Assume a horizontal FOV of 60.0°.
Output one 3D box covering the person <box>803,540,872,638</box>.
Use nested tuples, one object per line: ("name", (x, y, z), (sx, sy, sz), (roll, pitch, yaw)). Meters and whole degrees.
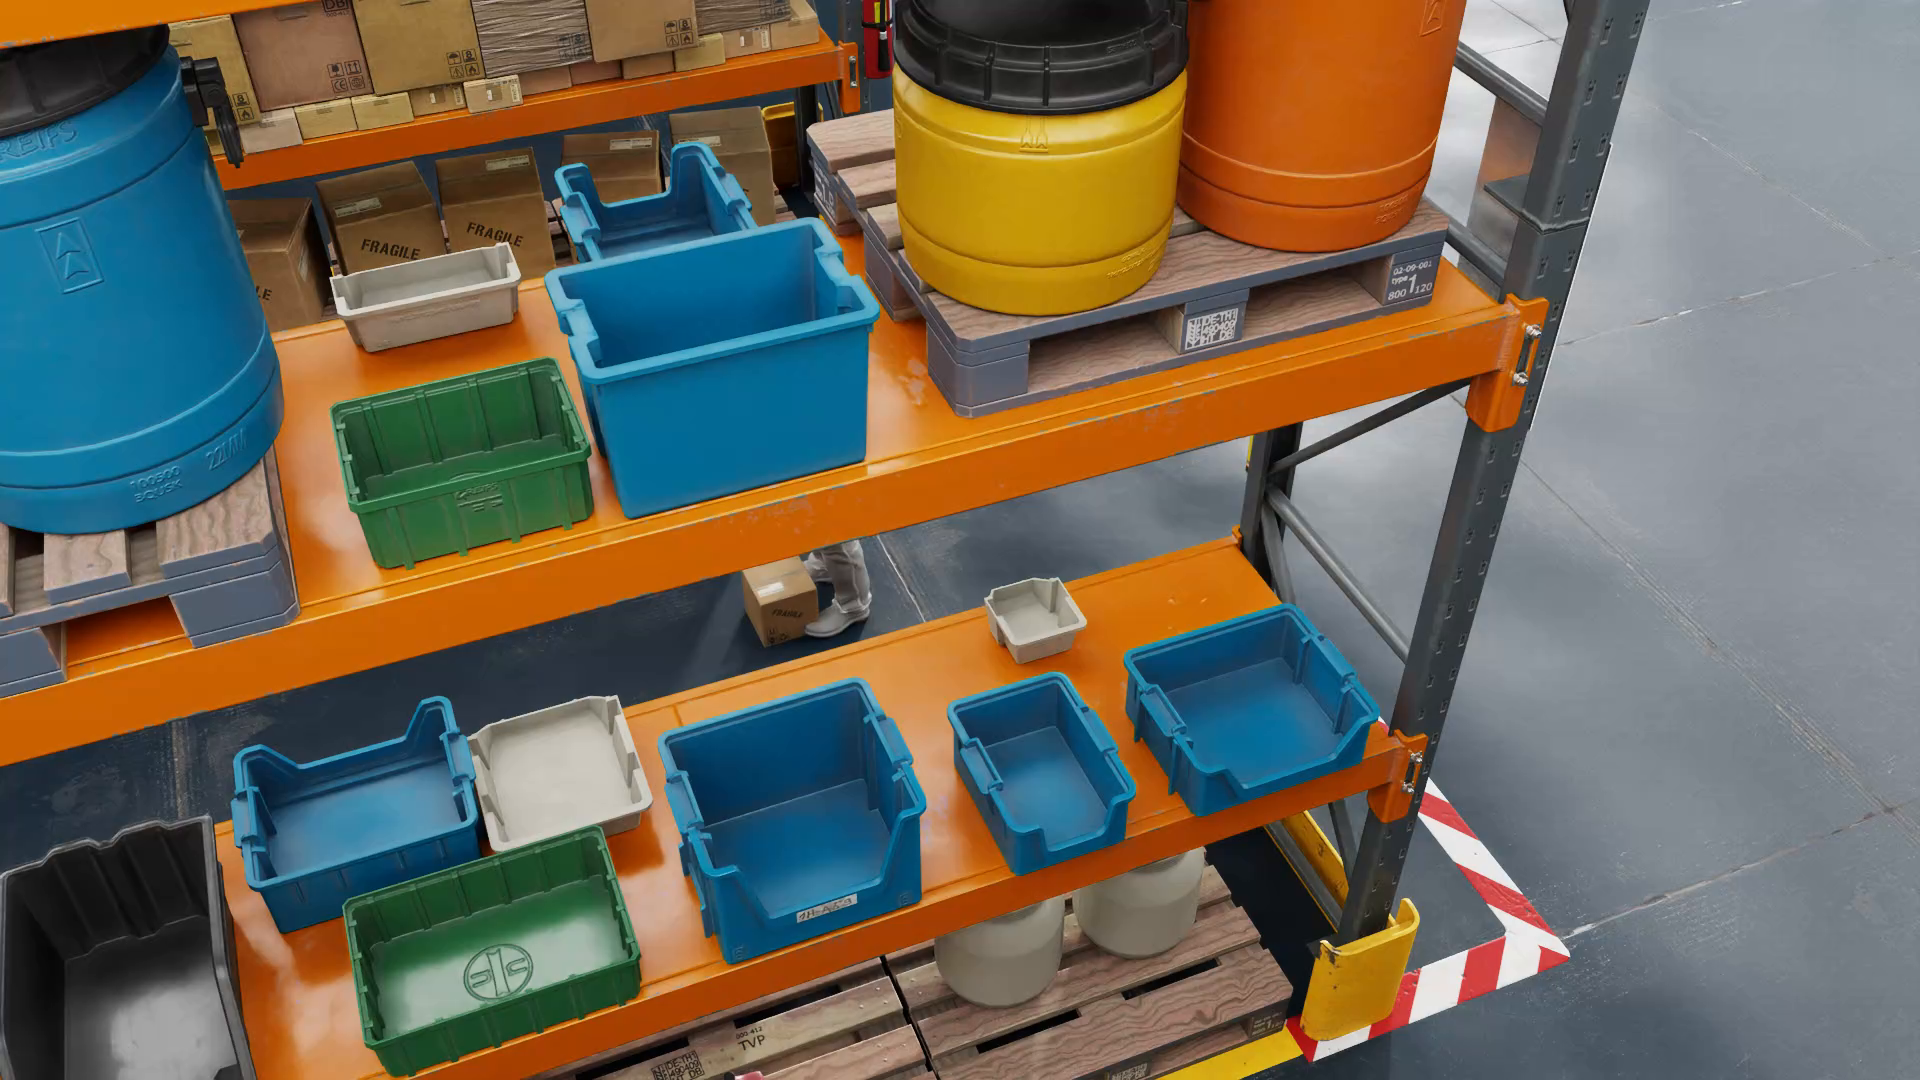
("person", (-0.550, -0.377, 6.573), (0.463, 1.759, 0.626), (-17, 44, -19))
